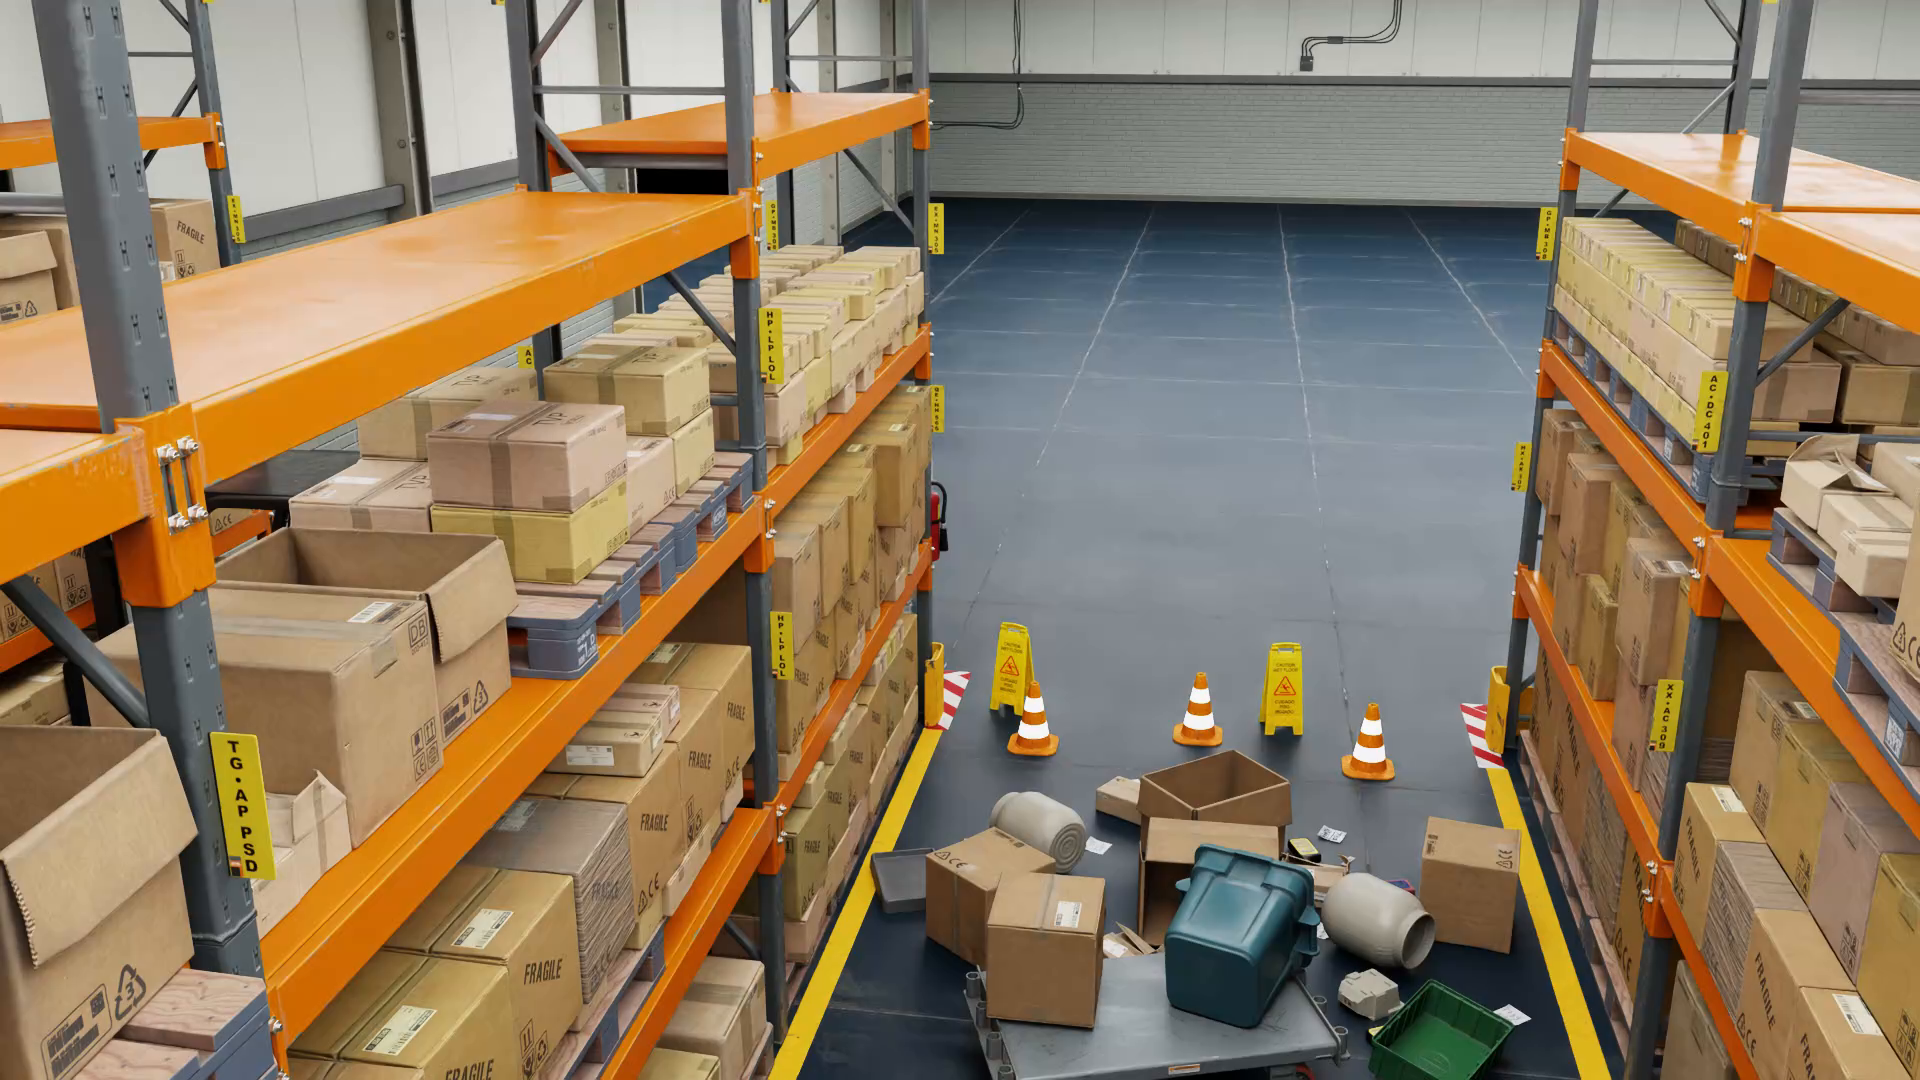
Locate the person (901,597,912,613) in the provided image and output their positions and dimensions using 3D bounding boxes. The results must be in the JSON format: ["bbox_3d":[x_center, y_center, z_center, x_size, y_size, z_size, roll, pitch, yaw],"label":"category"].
[{"bbox_3d":[-0.569,-0.222,13.663,0.521,1.679,0.489,-6,19,-18],"label":"person"}]
